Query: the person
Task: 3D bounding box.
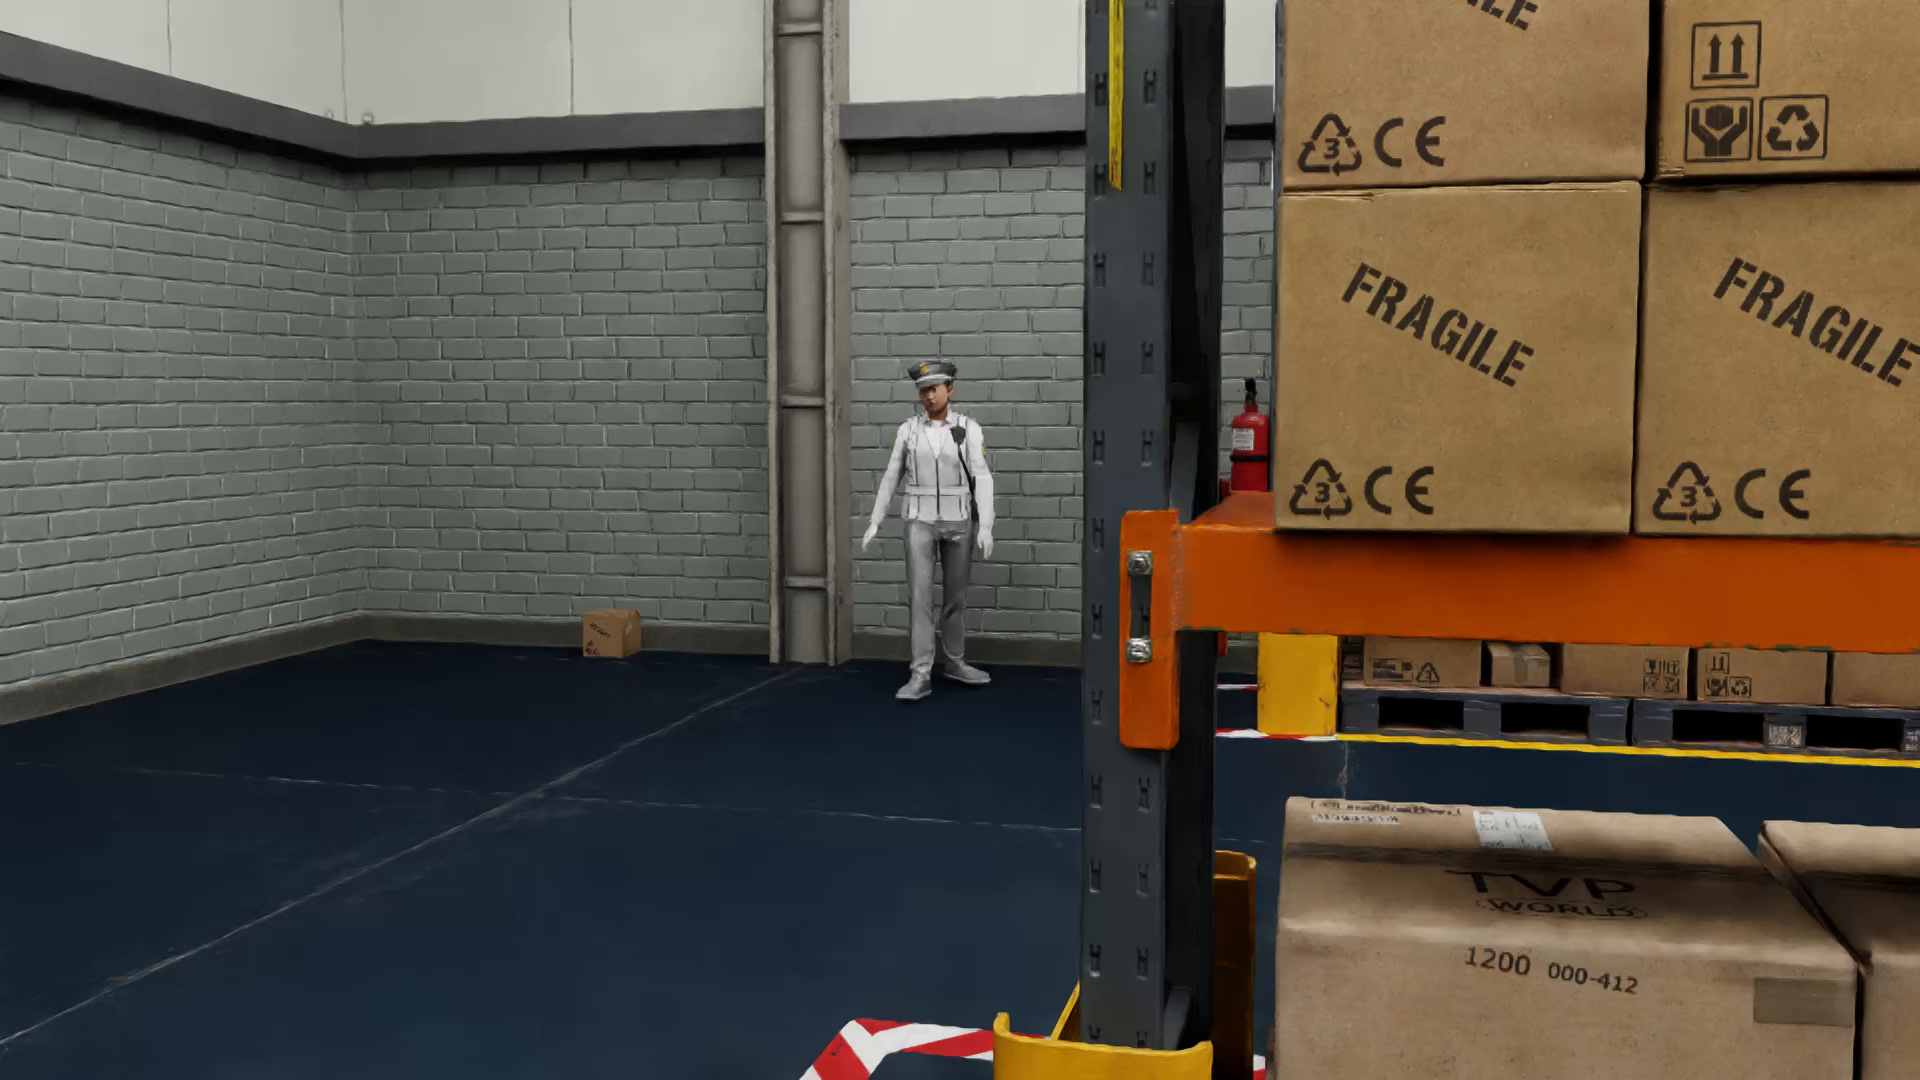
[{"bbox_3d":[-0.160,-0.065,8.346,0.666,1.663,0.642,0,5,-1],"label":"person"}]
